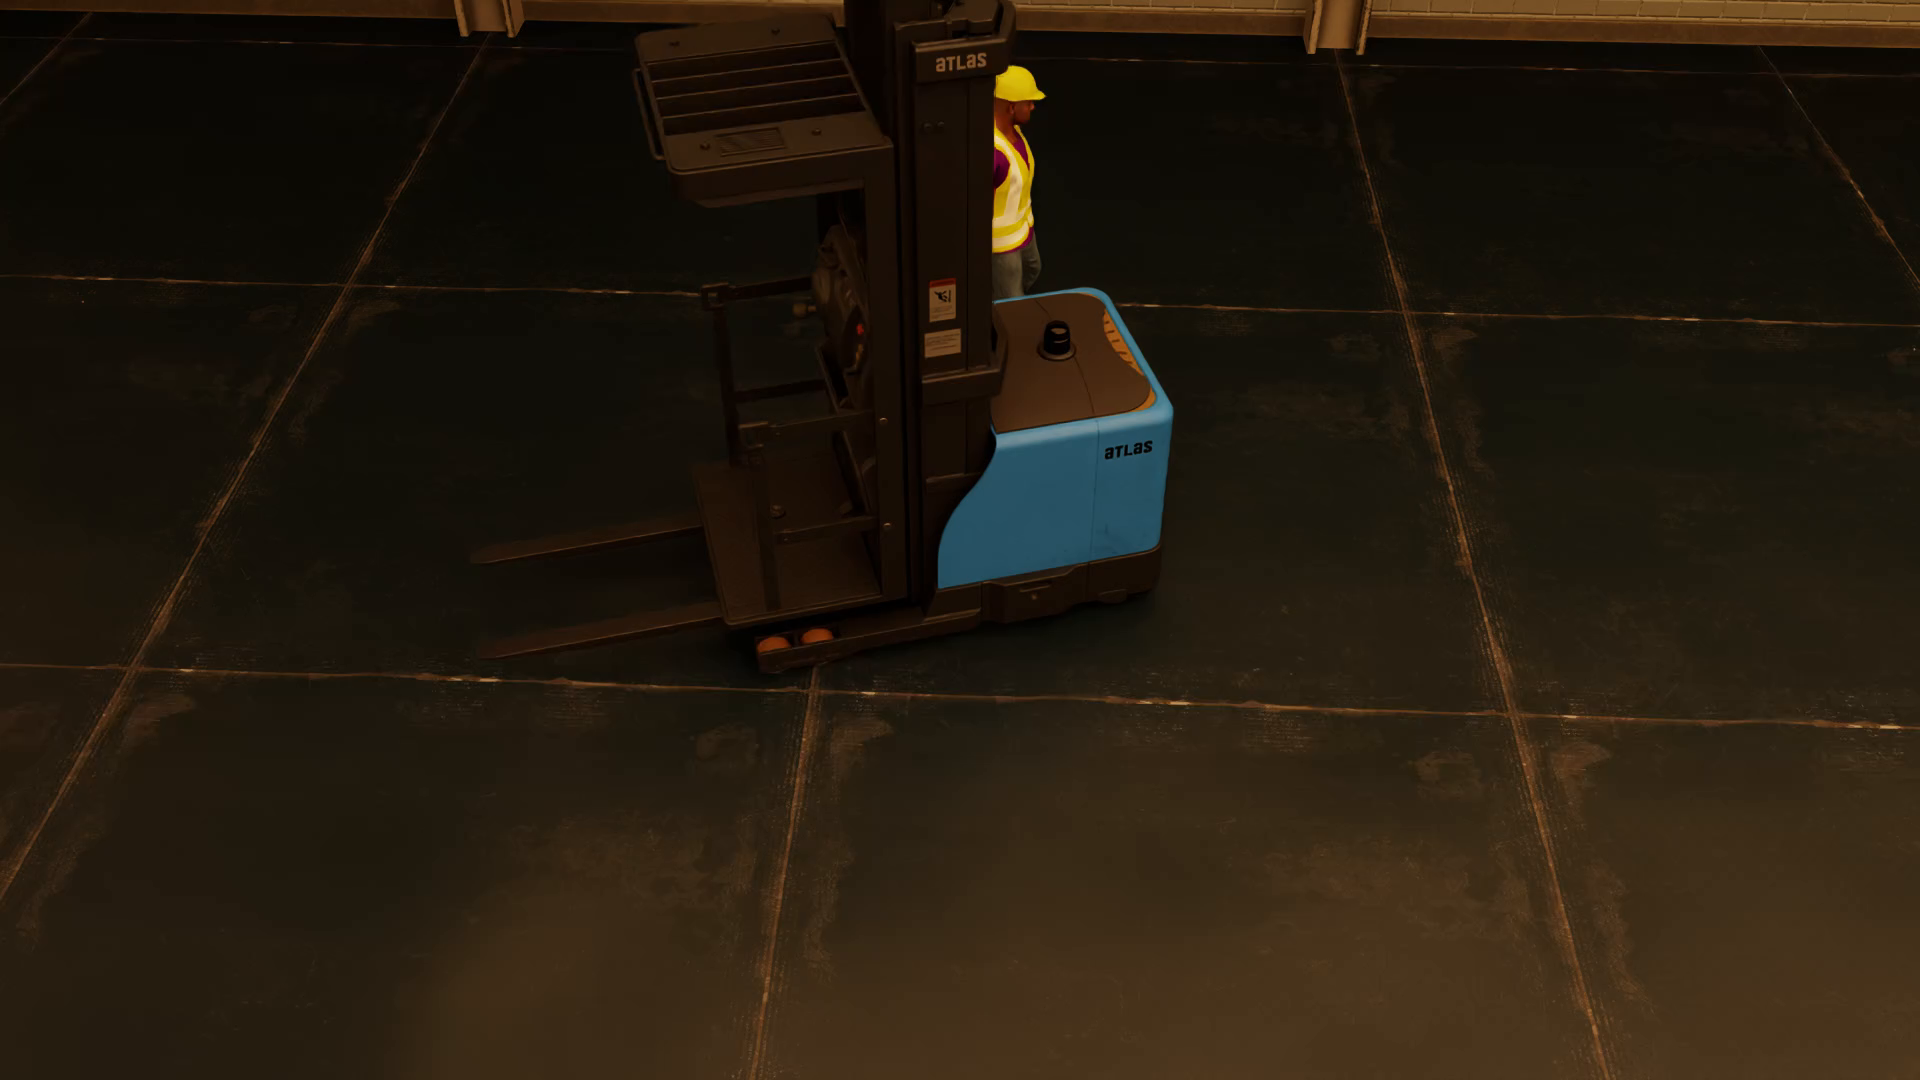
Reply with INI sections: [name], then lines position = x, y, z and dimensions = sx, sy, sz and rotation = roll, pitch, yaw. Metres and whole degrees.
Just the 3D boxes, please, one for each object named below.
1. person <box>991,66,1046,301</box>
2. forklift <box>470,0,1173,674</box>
[person]
position = 0.128, -1.542, 8.357
dimensions = 0.494, 1.688, 0.918
rotation = 10, 43, 11
[forklift]
position = -0.664, -0.895, 6.723
dimensions = 3.031, 2.935, 1.130
rotation = -10, 43, -11
